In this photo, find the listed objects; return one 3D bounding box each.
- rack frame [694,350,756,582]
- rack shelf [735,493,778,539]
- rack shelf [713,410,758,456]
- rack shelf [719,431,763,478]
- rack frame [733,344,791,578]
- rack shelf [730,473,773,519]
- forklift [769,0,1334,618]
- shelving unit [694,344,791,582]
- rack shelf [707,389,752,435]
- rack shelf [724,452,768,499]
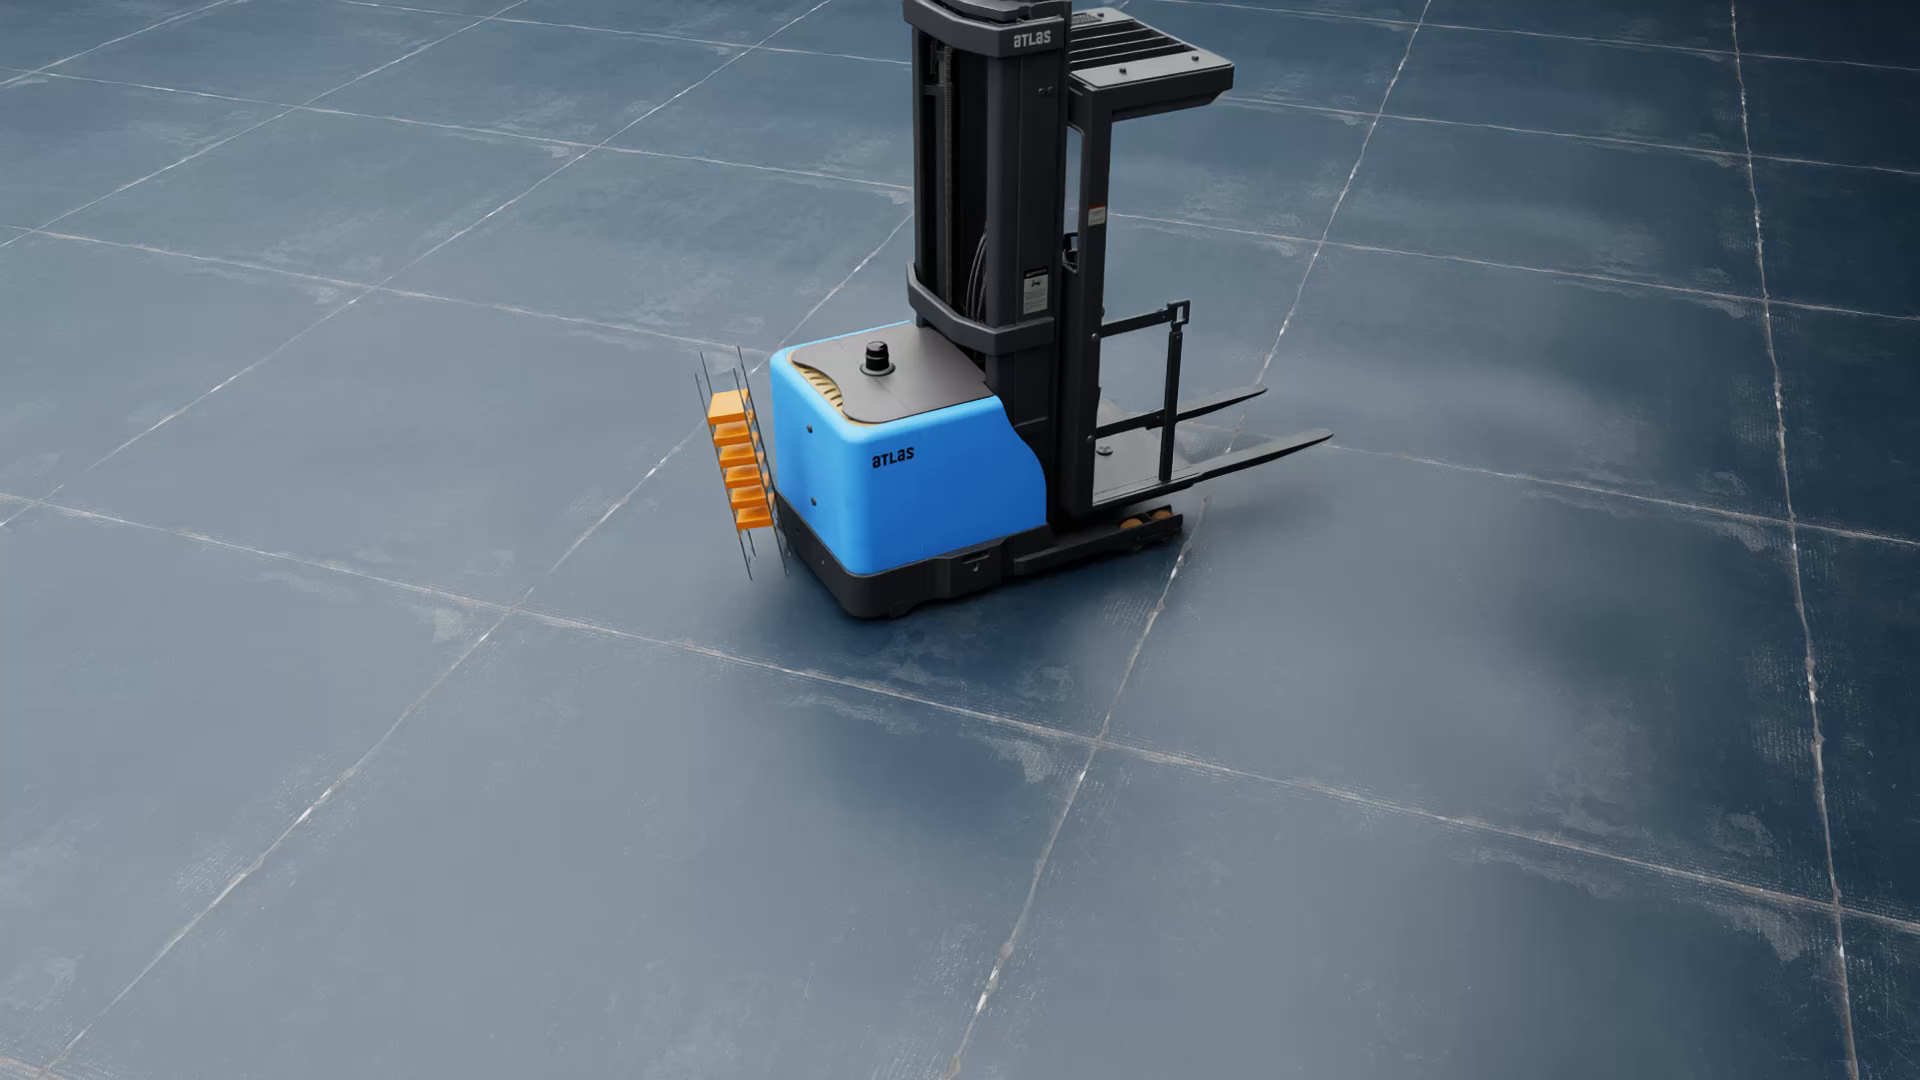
[{"bbox_3d":[-1.149,-0.348,8.193,0.006,1.200,0.240,-8,33,4],"label":"rack frame"},{"bbox_3d":[-1.015,-0.125,8.340,0.180,0.103,0.258,-8,33,4],"label":"rack shelf"},{"bbox_3d":[-1.089,-0.523,8.082,0.180,0.103,0.258,-8,33,4],"label":"rack shelf"},{"bbox_3d":[-1.070,-0.423,8.146,0.180,0.103,0.258,-8,33,4],"label":"rack shelf"},{"bbox_3d":[-0.968,-0.373,8.181,0.006,1.200,0.240,-8,33,4],"label":"rack frame"},{"bbox_3d":[-1.034,-0.224,8.276,0.180,0.103,0.258,-8,33,4],"label":"rack shelf"},{"bbox_3d":[0.590,-1.410,8.232,3.031,2.935,1.130,-16,36,-23],"label":"forklift"},{"bbox_3d":[-1.059,-0.361,8.187,0.189,1.200,0.258,-8,33,4],"label":"shelving unit"},{"bbox_3d":[-1.107,-0.622,8.017,0.180,0.103,0.258,-8,33,4],"label":"rack shelf"},{"bbox_3d":[-1.052,-0.324,8.211,0.180,0.103,0.258,-8,33,4],"label":"rack shelf"}]
